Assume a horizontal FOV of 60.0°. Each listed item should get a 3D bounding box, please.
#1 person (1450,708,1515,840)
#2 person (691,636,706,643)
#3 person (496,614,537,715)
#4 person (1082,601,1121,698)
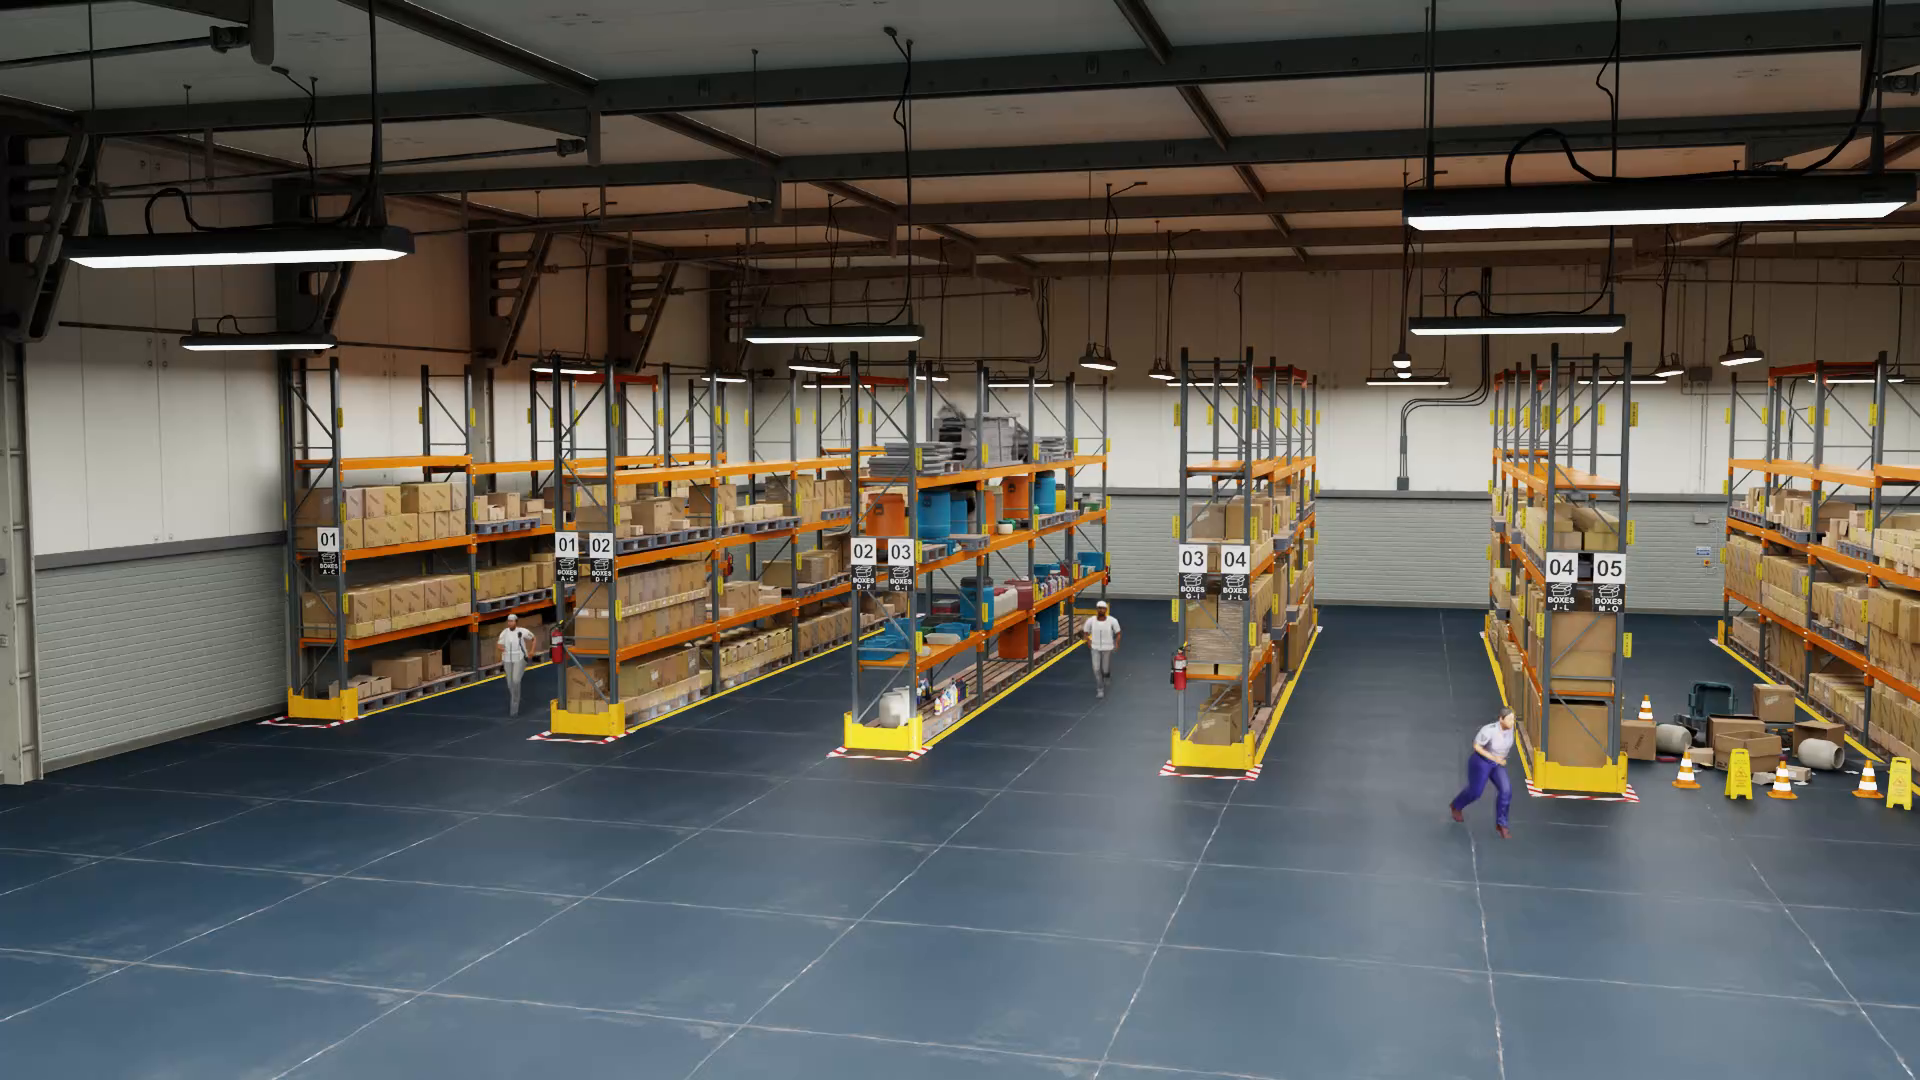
[{"bbox_3d":[6.339,2.771,20.139,0.648,1.612,0.967,-2,5,-29],"label":"person"},{"bbox_3d":[-5.486,1.642,34.637,0.612,1.658,0.548,2,4,21],"label":"person"},{"bbox_3d":[-7.592,2.112,28.378,0.607,1.705,0.802,0,4,6],"label":"person"},{"bbox_3d":[2.546,1.952,29.951,0.702,1.726,0.598,1,4,10],"label":"person"}]
